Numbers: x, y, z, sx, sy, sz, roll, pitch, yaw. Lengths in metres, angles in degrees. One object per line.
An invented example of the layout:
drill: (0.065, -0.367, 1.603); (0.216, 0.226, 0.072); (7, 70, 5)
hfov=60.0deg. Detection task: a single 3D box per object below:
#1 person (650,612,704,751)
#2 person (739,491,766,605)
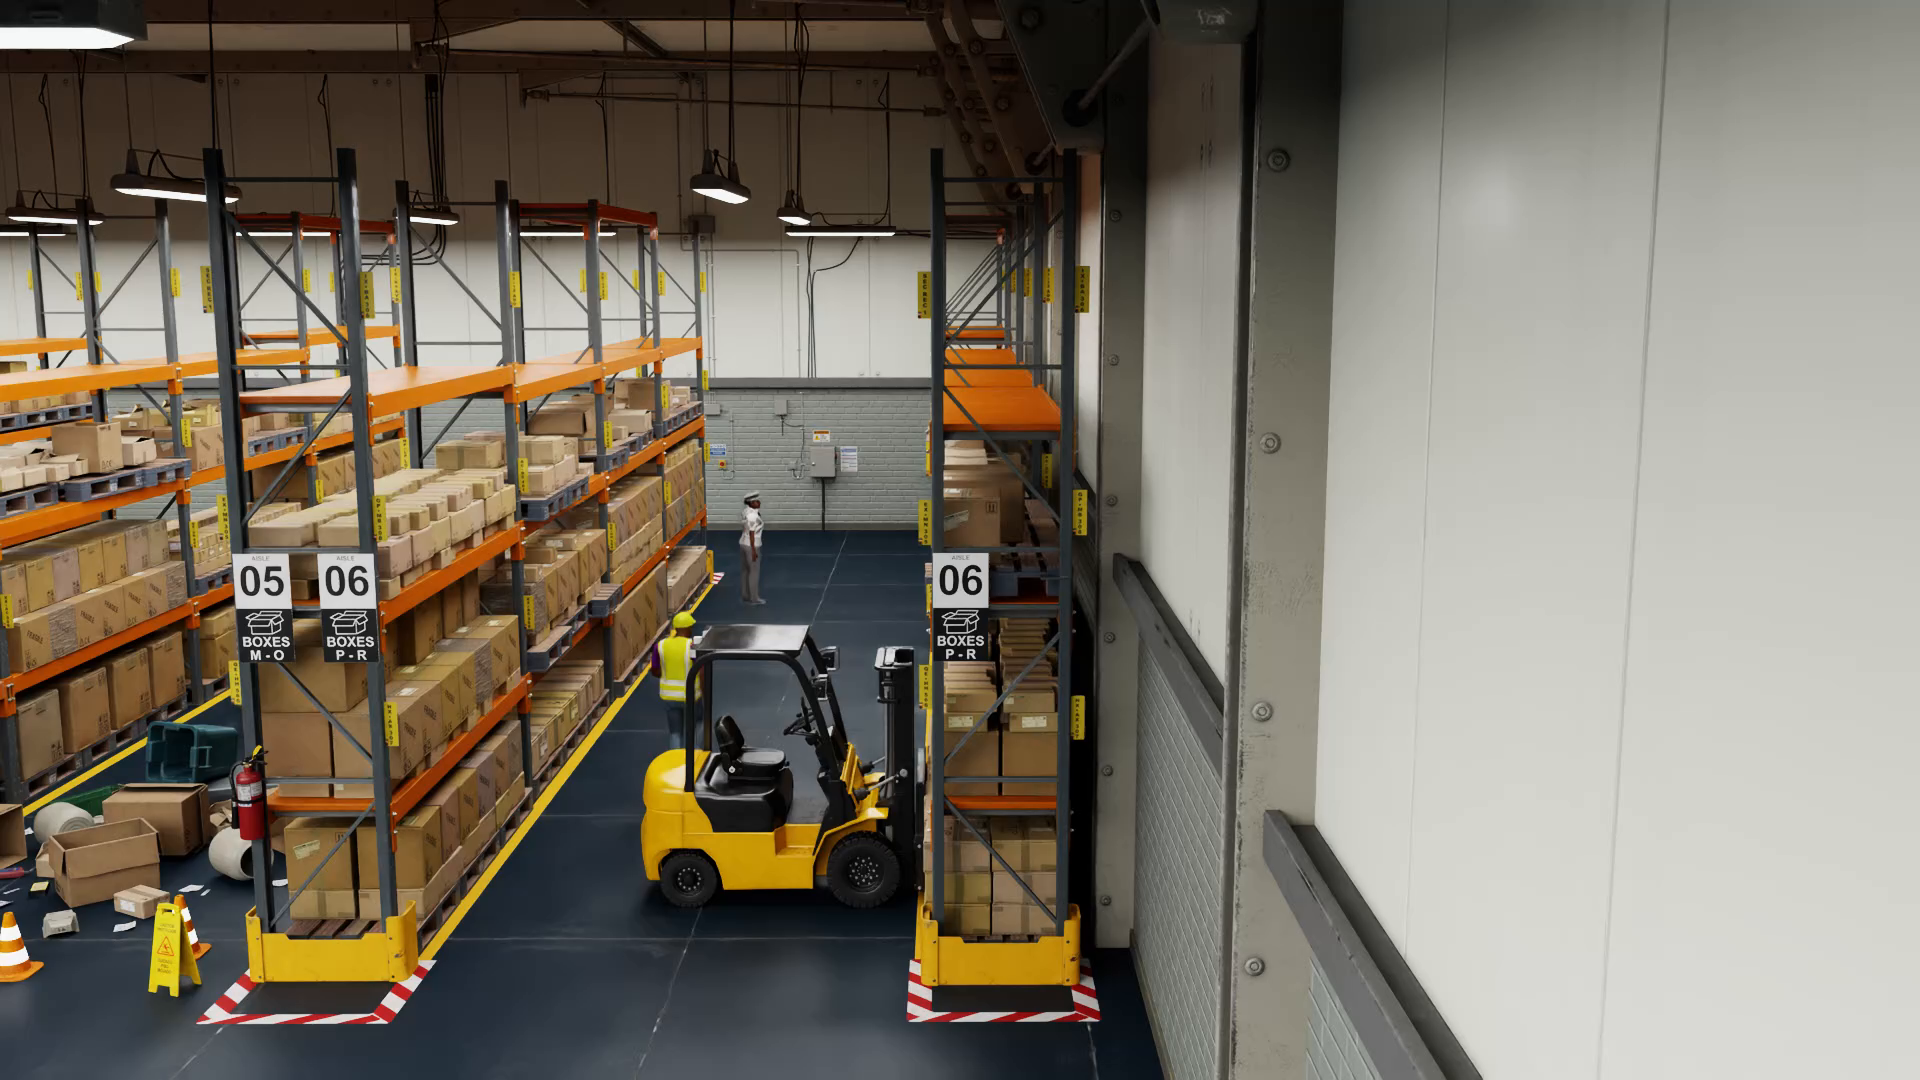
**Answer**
person: (-2.854, 1.594, 17.160); (0.673, 1.722, 0.702); (1, 9, 5)
person: (-3.062, 0.114, 24.537); (0.377, 1.690, 0.486); (-4, 10, -26)
